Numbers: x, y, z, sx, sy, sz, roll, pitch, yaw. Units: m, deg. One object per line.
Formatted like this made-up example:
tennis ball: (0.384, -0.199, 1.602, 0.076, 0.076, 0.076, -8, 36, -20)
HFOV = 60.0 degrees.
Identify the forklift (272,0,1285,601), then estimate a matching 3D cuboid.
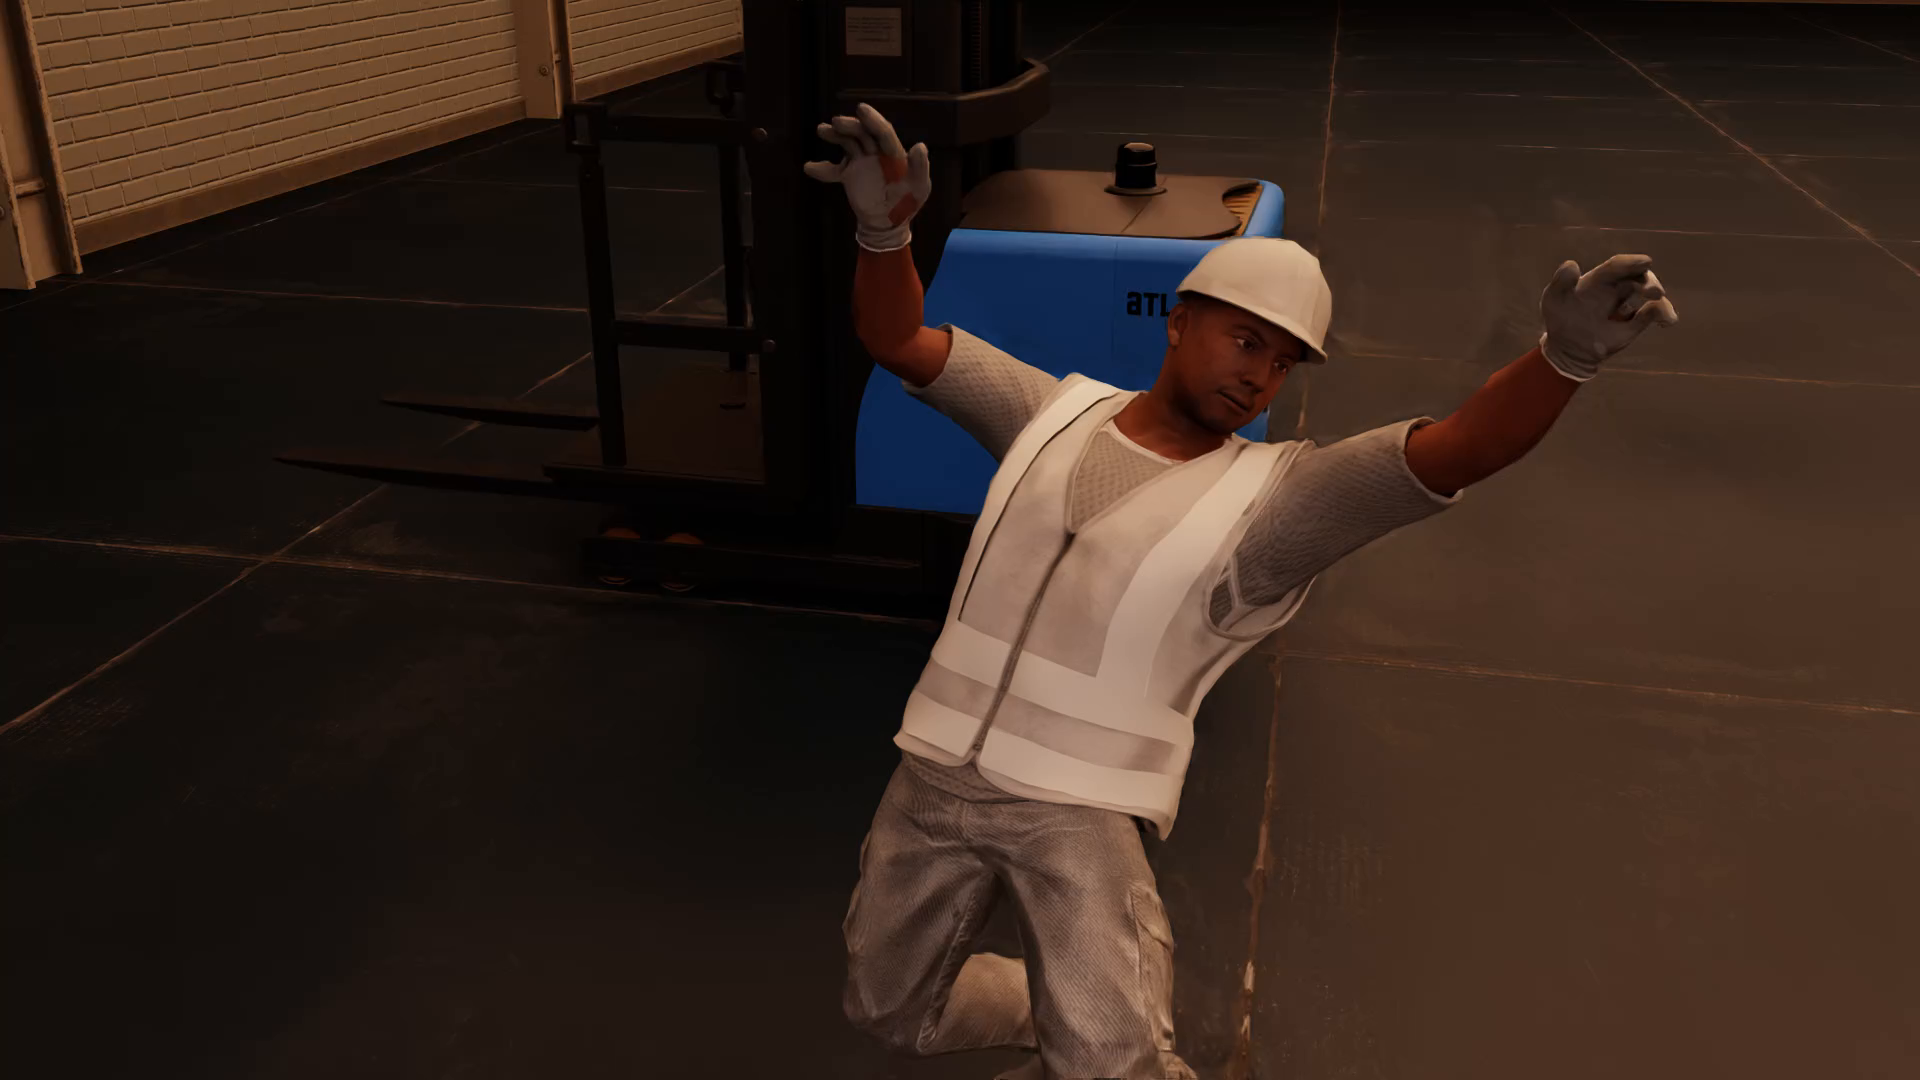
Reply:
forklift: (-0.603, -1.394, 4.687, 3.031, 2.935, 1.130, 5, 23, 13)

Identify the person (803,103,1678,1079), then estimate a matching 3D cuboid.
person: (0.299, 0.276, 2.282, 1.077, 1.683, 0.795, 17, 28, 36)
